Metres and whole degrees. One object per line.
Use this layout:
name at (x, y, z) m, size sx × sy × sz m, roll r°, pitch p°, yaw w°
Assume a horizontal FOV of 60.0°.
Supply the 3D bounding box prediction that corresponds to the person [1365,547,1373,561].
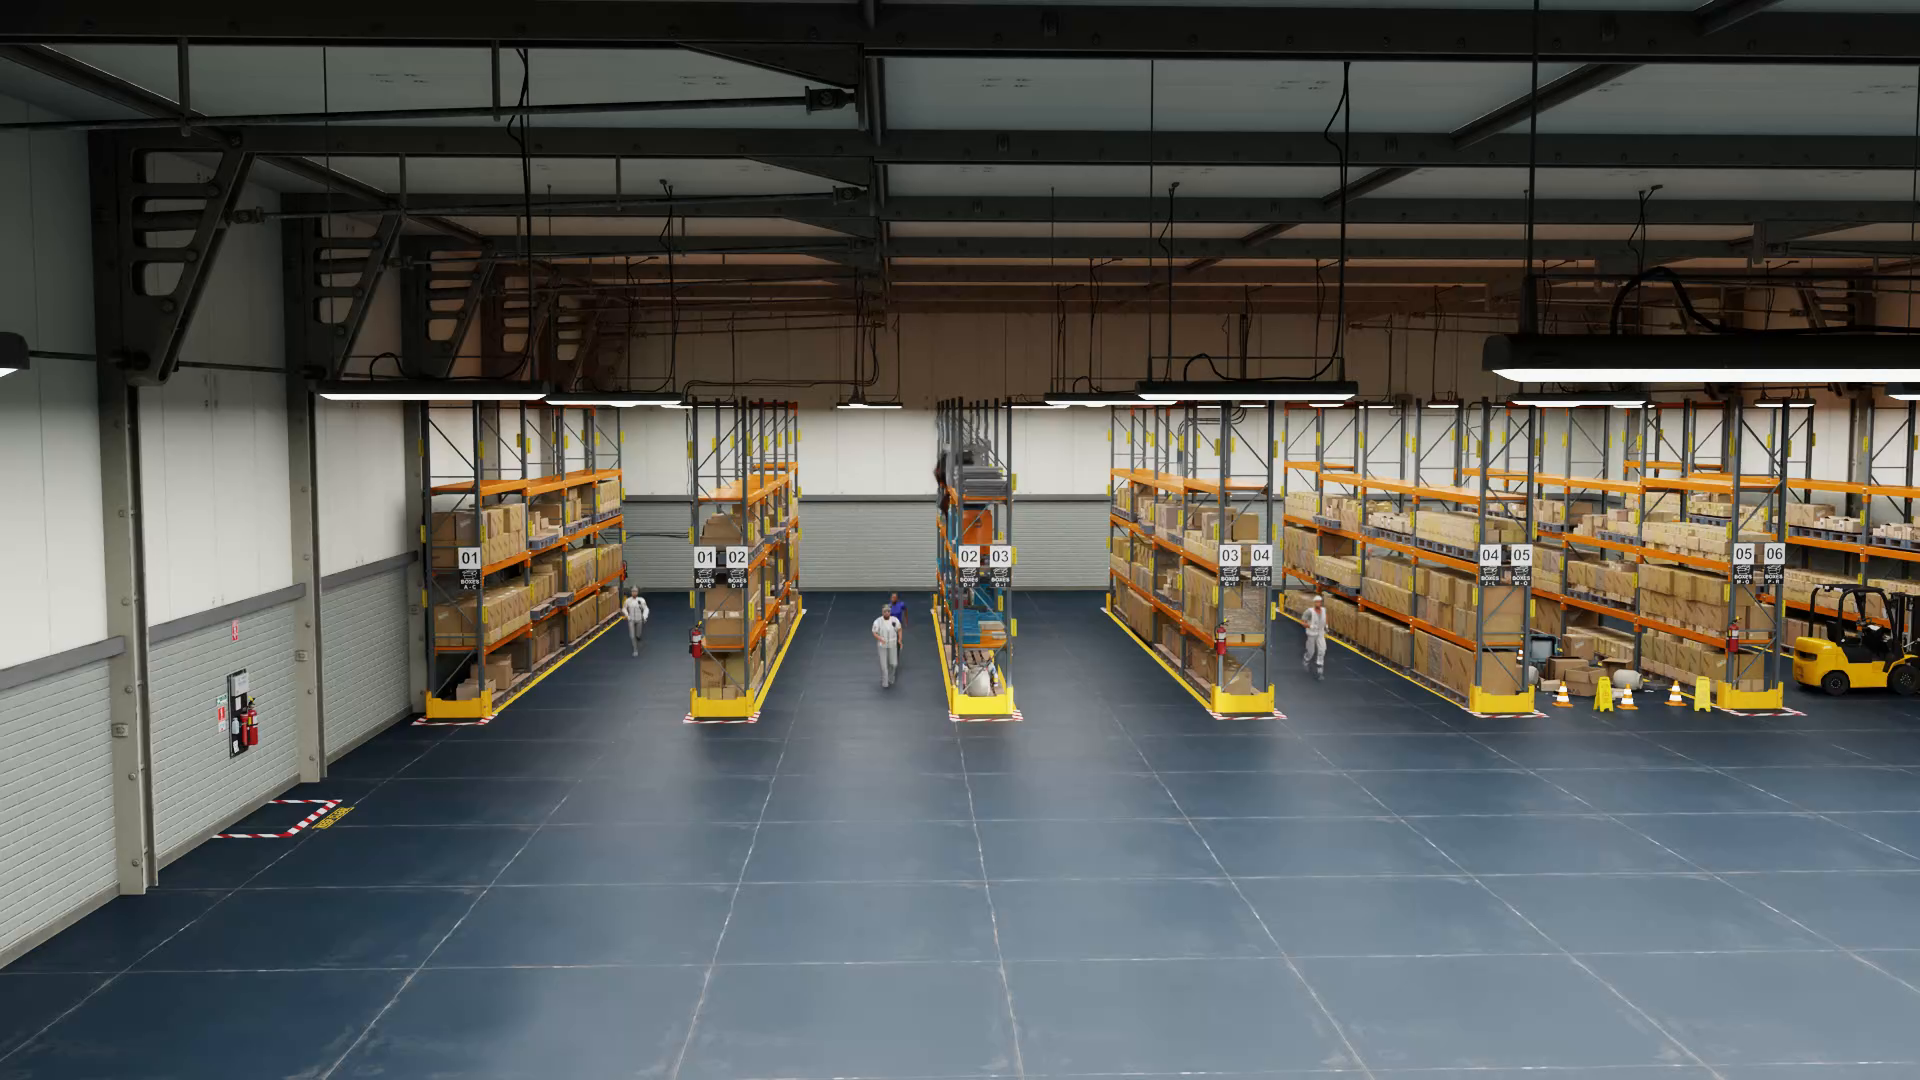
person at (12.226, 1.043, 49.853) m, size 0.578 × 1.681 × 0.657 m, roll -1°, pitch 5°, yaw -16°

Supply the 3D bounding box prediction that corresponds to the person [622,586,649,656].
person at (-7.629, 1.892, 39.060) m, size 0.616 × 1.659 × 0.548 m, roll -1°, pitch 4°, yaw -7°

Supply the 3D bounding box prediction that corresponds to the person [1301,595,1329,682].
person at (7.623, 2.071, 35.707) m, size 0.688 × 1.794 × 1.041 m, roll -1°, pitch 5°, yaw -12°

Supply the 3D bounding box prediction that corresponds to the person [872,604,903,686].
person at (-1.498, 2.188, 34.530) m, size 0.646 × 1.729 × 0.671 m, roll -1°, pitch 4°, yaw -8°

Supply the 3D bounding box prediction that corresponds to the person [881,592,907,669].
person at (-1.477, 2.013, 37.487) m, size 0.600 × 1.693 × 0.917 m, roll 0°, pitch 4°, yaw -6°
